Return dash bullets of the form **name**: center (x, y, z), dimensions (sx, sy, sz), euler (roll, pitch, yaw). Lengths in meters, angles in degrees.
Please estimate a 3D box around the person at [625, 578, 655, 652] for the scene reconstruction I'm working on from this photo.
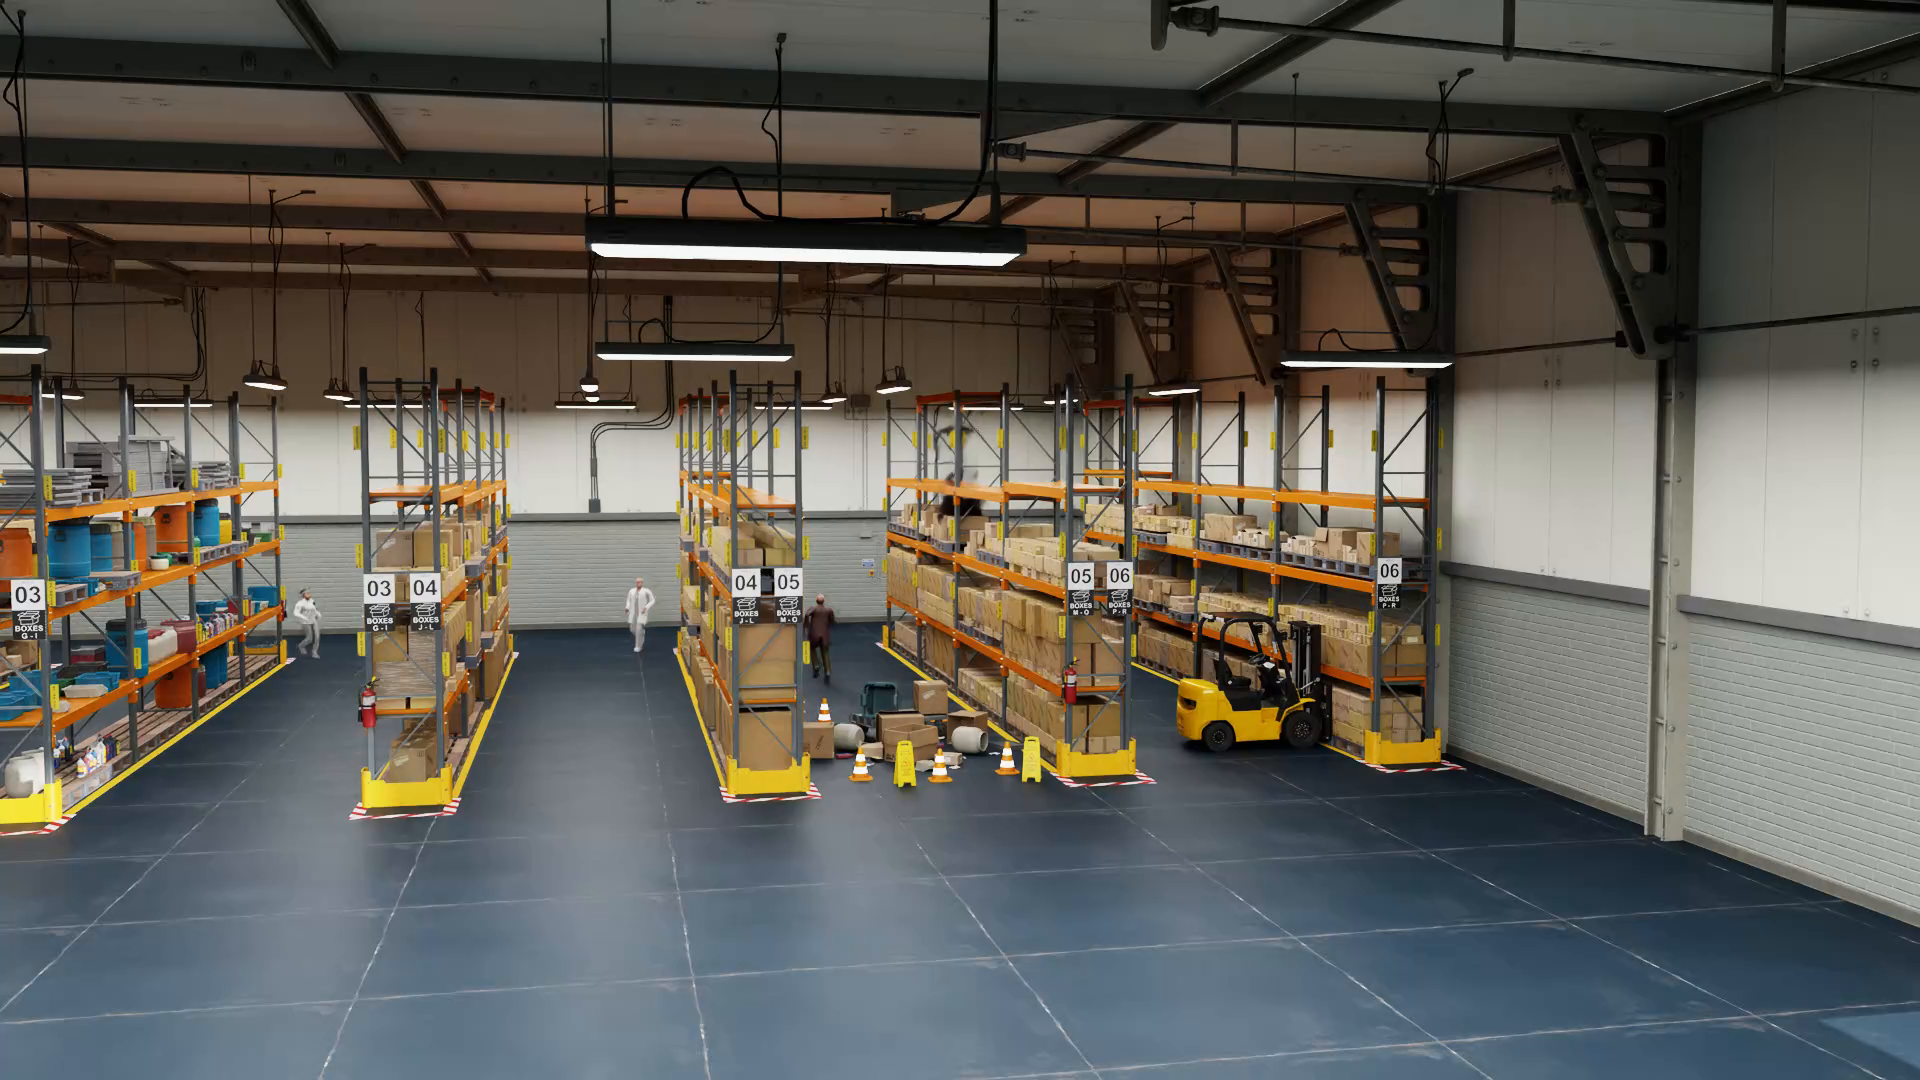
- **person**: center (-7.657, 1.777, 39.831), dimensions (0.721, 1.743, 0.672), euler (1, 4, 14)

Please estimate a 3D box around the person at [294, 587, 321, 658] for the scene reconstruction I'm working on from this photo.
- **person**: center (-15.069, 1.911, 38.368), dimensions (0.646, 1.661, 0.654), euler (2, 4, 28)

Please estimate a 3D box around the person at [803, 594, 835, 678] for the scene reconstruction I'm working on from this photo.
- **person**: center (-2.974, 2.035, 34.966), dimensions (0.726, 1.794, 0.921), euler (-1, 4, -15)
